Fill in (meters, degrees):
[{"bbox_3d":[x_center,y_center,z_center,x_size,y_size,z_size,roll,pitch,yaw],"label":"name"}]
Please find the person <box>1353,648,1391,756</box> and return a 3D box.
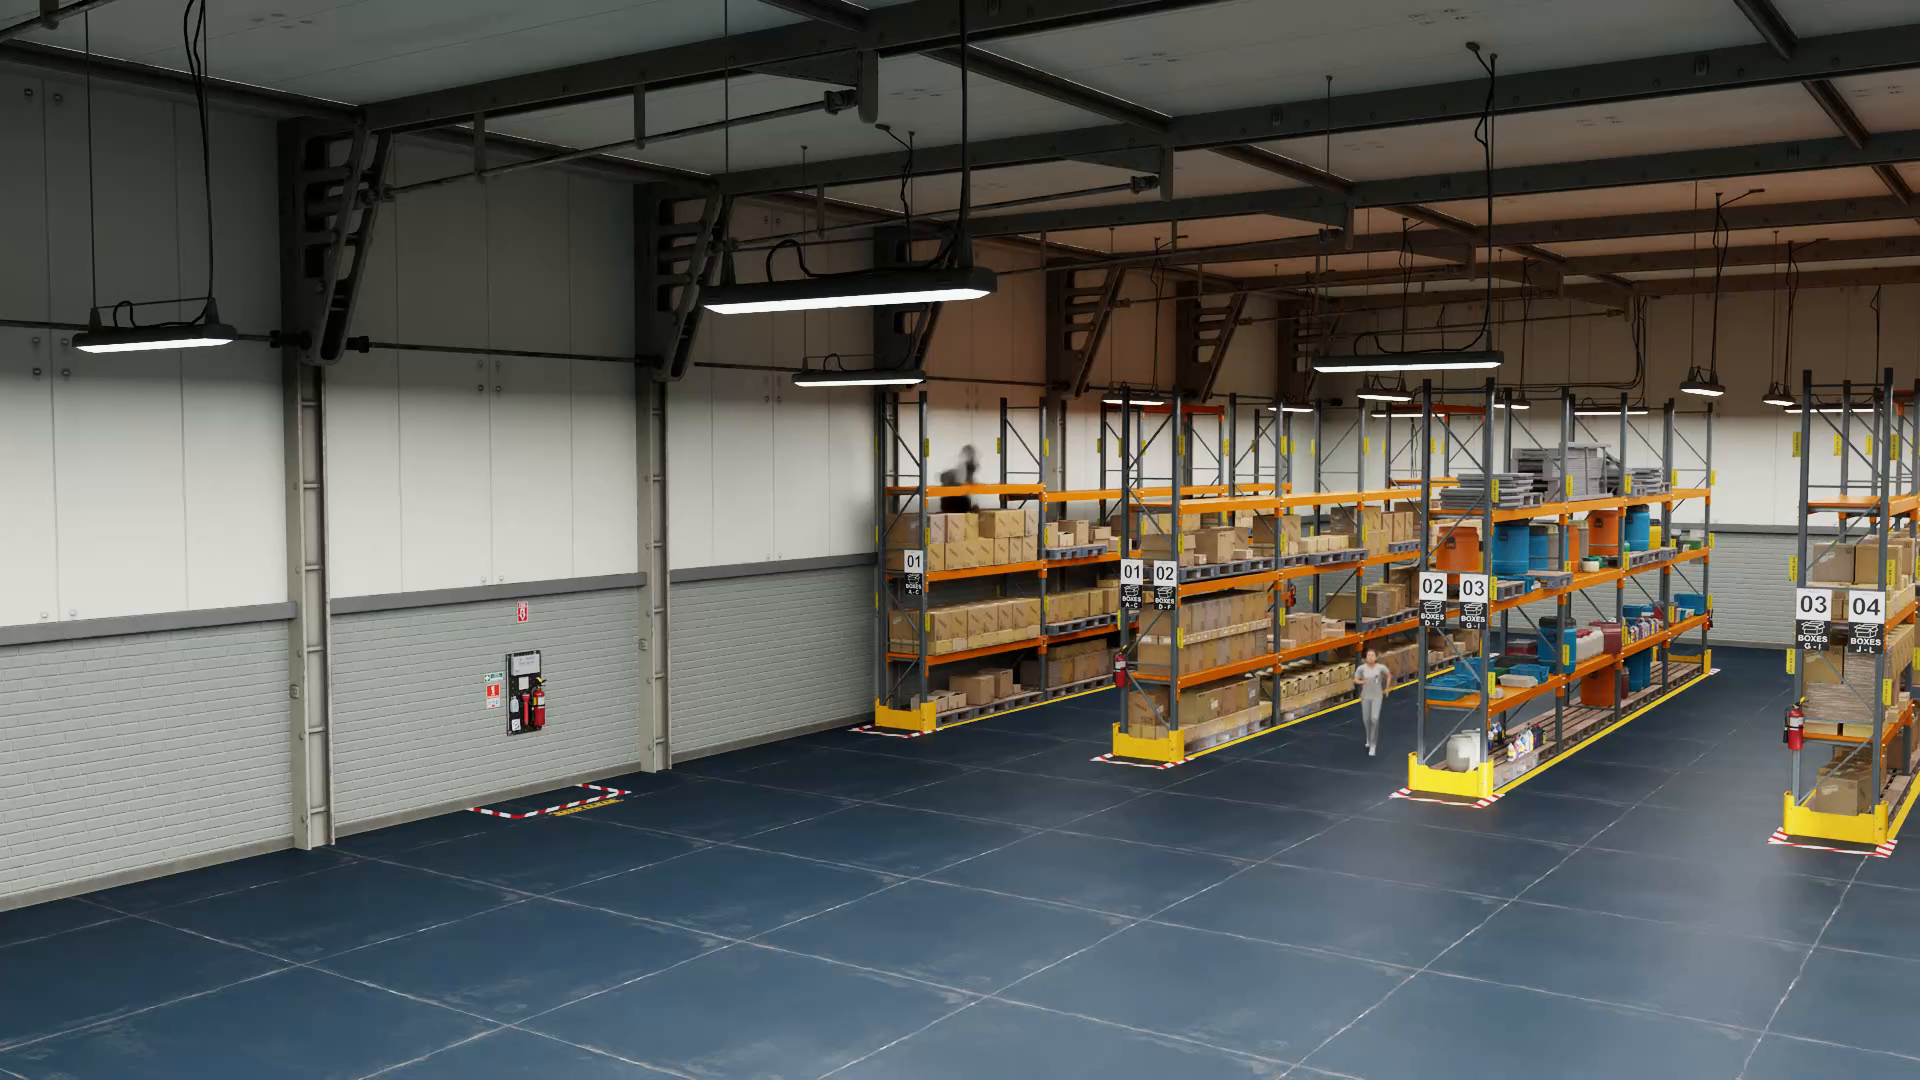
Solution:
[{"bbox_3d":[6.770,2.634,27.367,0.566,1.721,0.831,1,3,23],"label":"person"}]
